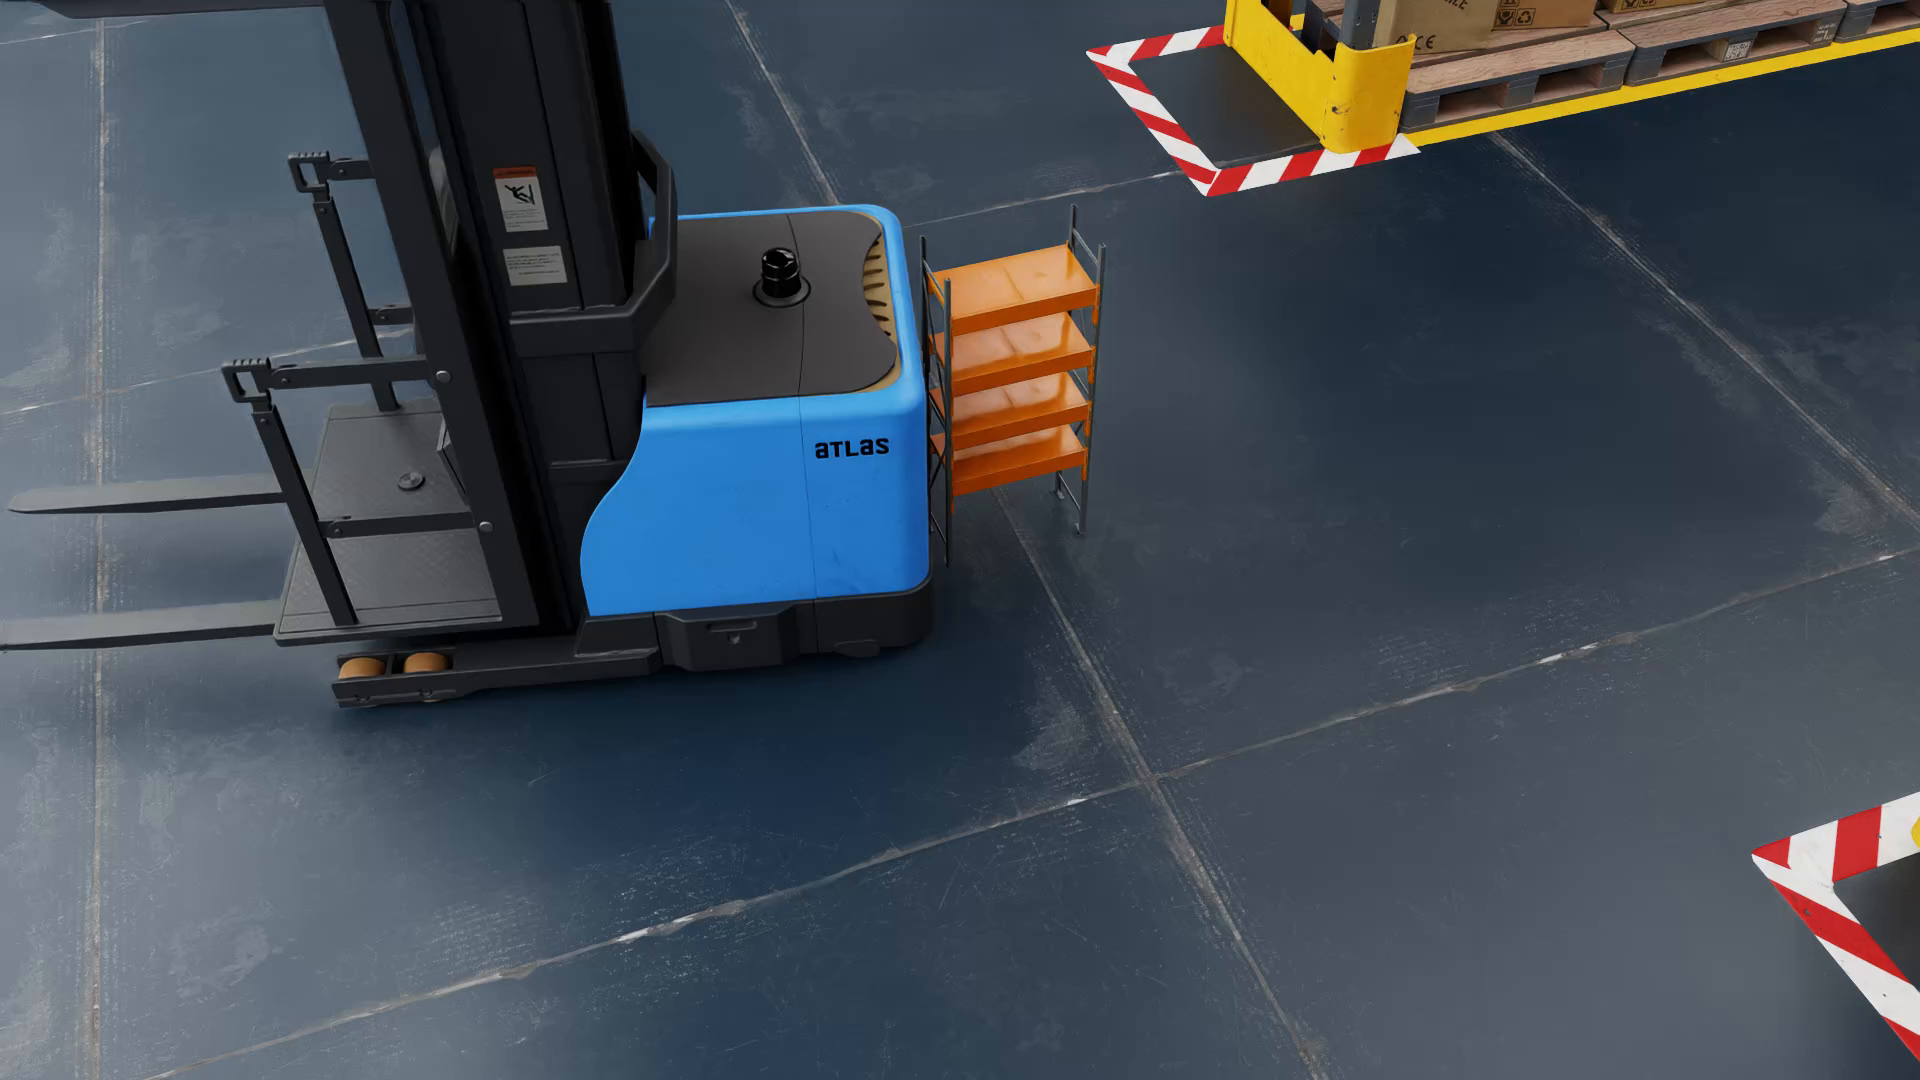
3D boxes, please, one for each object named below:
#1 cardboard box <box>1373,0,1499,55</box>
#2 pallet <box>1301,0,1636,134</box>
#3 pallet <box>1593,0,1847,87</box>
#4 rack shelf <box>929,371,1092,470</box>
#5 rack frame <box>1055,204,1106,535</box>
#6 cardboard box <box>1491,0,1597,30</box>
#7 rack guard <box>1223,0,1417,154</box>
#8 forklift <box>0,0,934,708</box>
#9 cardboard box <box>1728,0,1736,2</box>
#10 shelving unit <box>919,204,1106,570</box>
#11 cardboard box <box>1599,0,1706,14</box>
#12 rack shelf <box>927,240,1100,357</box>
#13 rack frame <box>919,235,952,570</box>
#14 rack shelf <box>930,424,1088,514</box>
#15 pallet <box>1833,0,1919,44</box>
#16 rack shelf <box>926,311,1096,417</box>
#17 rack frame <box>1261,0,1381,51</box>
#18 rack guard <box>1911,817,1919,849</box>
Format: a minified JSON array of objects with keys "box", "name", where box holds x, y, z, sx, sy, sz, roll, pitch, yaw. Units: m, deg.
[{"box":[2.162,-2.601,7.693,0.500,0.500,0.500,-6,45,-6],"name":"cardboard box"},{"box":[2.417,-2.402,7.995,1.213,0.211,1.003,-14,47,-14],"name":"pallet"},{"box":[3.563,-2.692,8.284,1.213,0.211,1.003,-14,47,-14],"name":"pallet"},{"box":[0.156,-0.416,5.412,0.480,0.148,0.258,-14,47,-14],"name":"rack shelf"},{"box":[0.385,-0.522,5.423,0.015,1.200,0.240,-14,47,-14],"name":"rack frame"},{"box":[2.713,-2.767,7.859,0.500,0.500,0.500,-3,45,-3],"name":"cardboard box"},{"box":[1.641,-2.332,7.721,0.348,0.500,1.175,-14,47,-14],"name":"rack guard"},{"box":[-1.637,-0.905,4.583,3.031,2.935,1.130,-5,45,-4],"name":"forklift"},{"box":[3.849,-3.010,8.100,0.500,0.500,0.500,-18,48,-17],"name":"cardboard box"},{"box":[0.156,-0.463,5.365,0.503,1.200,0.258,-14,47,-14],"name":"shelving unit"},{"box":[3.308,-2.905,7.996,0.500,0.500,0.500,-10,46,-10],"name":"cardboard box"},{"box":[0.156,-0.741,5.086,0.480,0.148,0.258,-14,47,-14],"name":"rack shelf"},{"box":[-0.074,-0.405,5.306,0.015,1.200,0.240,-14,47,-14],"name":"rack frame"},{"box":[0.156,-0.276,5.553,0.480,0.148,0.258,-14,47,-14],"name":"rack shelf"},{"box":[4.712,-2.988,8.579,1.213,0.211,1.003,-14,47,-14],"name":"pallet"},{"box":[0.156,-0.574,5.254,0.480,0.148,0.258,-14,47,-14],"name":"rack shelf"},{"box":[1.569,-3.196,6.817,0.127,3.000,1.000,-14,47,-14],"name":"rack frame"},{"box":[3.136,1.021,4.379,0.348,0.500,1.175,-14,47,-14],"name":"rack guard"}]
